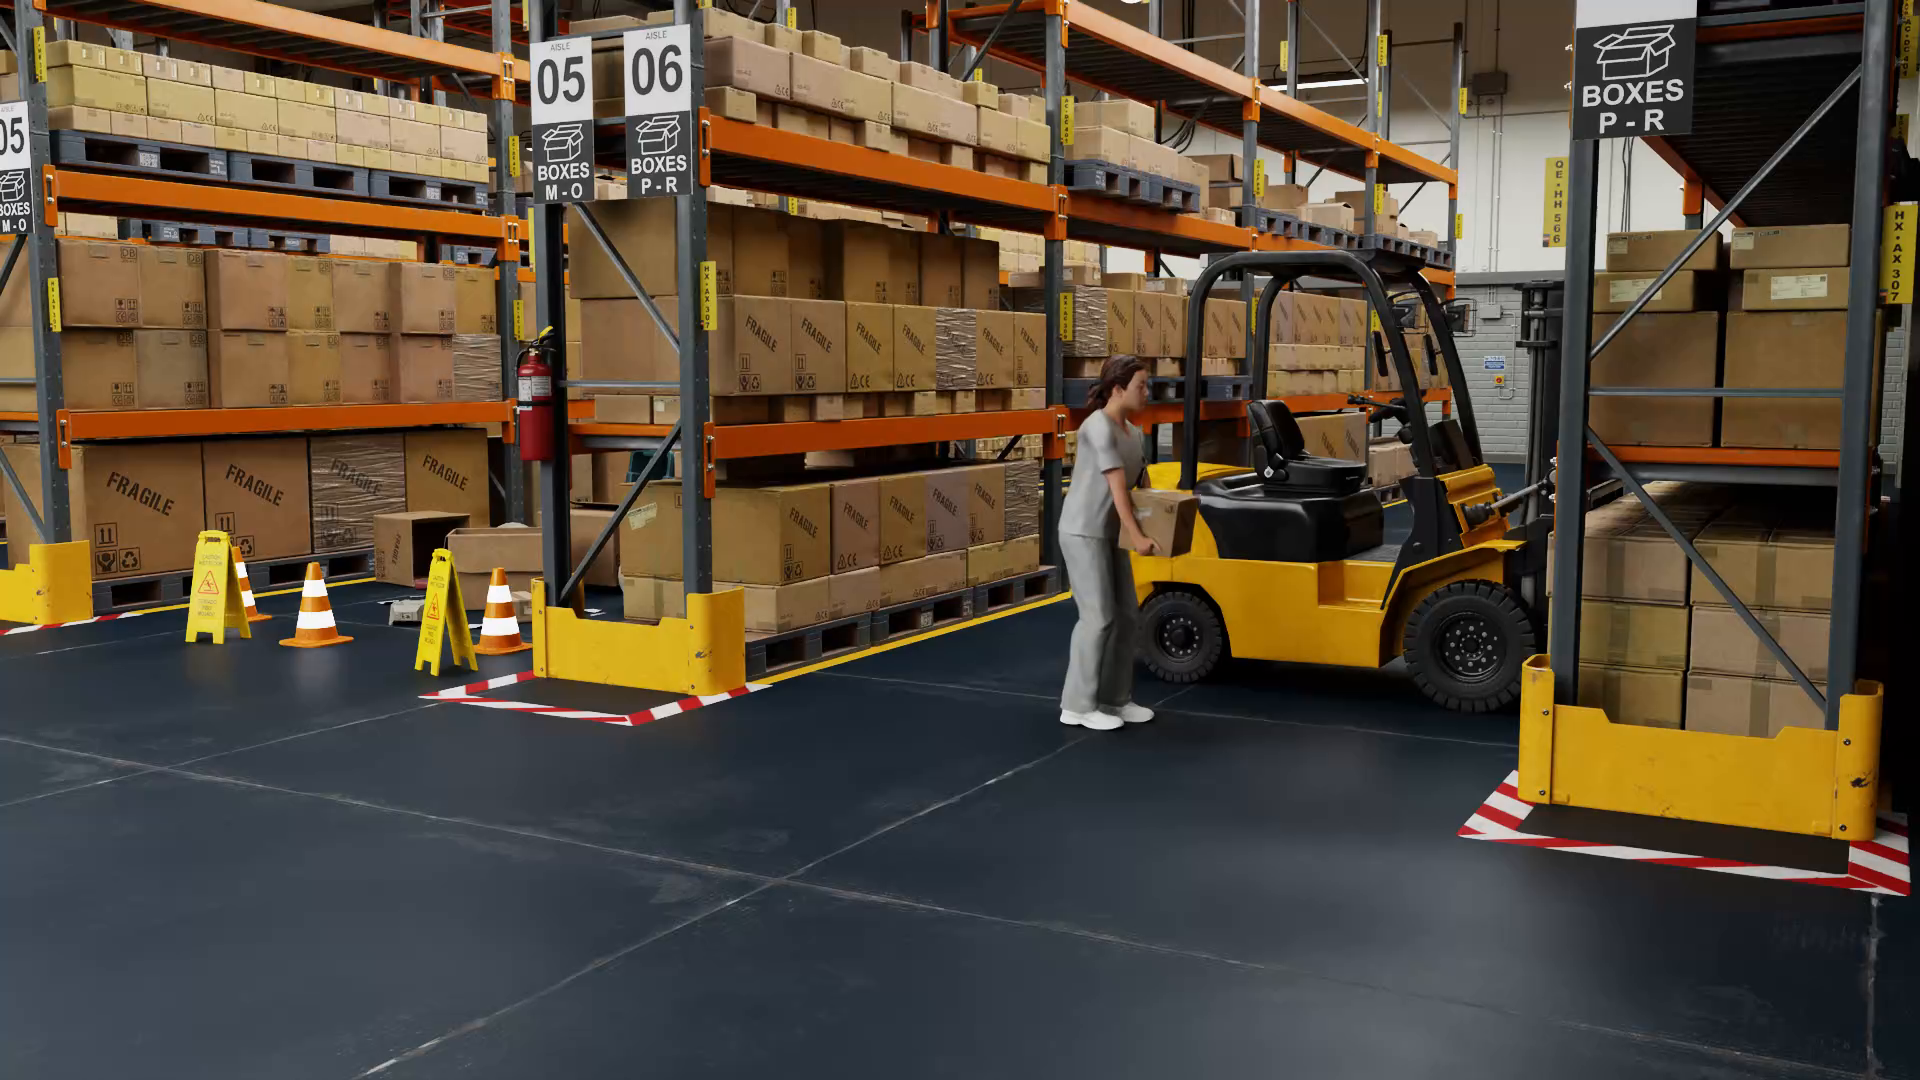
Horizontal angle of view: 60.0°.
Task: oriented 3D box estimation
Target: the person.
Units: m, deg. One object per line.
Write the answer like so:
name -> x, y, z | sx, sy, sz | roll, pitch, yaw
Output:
person -> 0.708, -0.028, 7.400 | 0.520, 1.584, 0.411 | 3, 7, 27
